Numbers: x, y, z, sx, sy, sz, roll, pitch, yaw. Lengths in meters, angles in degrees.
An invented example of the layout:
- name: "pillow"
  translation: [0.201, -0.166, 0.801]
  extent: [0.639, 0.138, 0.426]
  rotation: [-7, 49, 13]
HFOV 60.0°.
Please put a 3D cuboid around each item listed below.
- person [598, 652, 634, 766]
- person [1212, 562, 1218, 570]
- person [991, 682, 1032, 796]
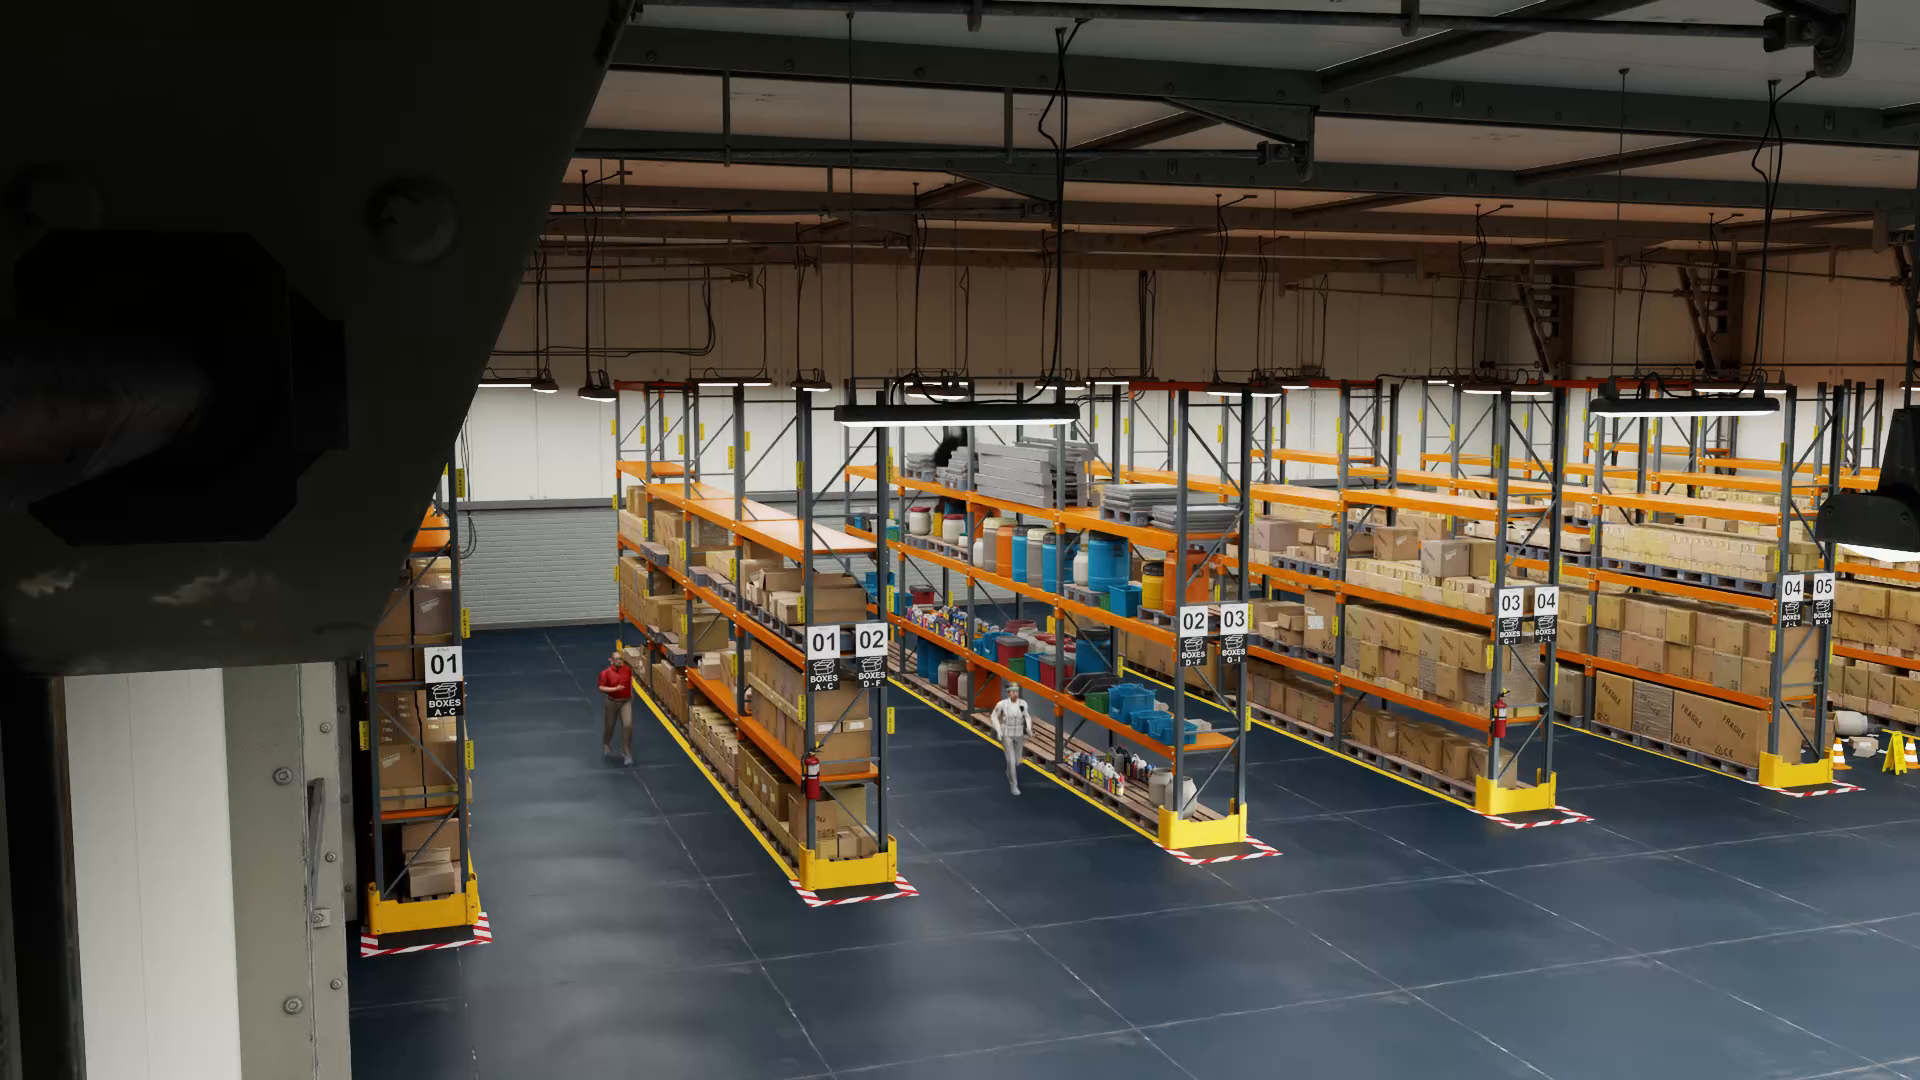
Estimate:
- name: "person"
  translation: [-5.488, 2.653, 26.576]
  extent: [0.641, 1.768, 0.915]
  rotation: [-3, 7, -30]
- name: "person"
  translation: [5.994, 1.335, 39.197]
  extent: [0.737, 1.733, 0.612]
  rotation: [0, 6, -5]
- name: "person"
  translation: [0.757, 2.903, 24.759]
  extent: [0.603, 1.670, 0.782]
  rotation: [-1, 6, -13]
